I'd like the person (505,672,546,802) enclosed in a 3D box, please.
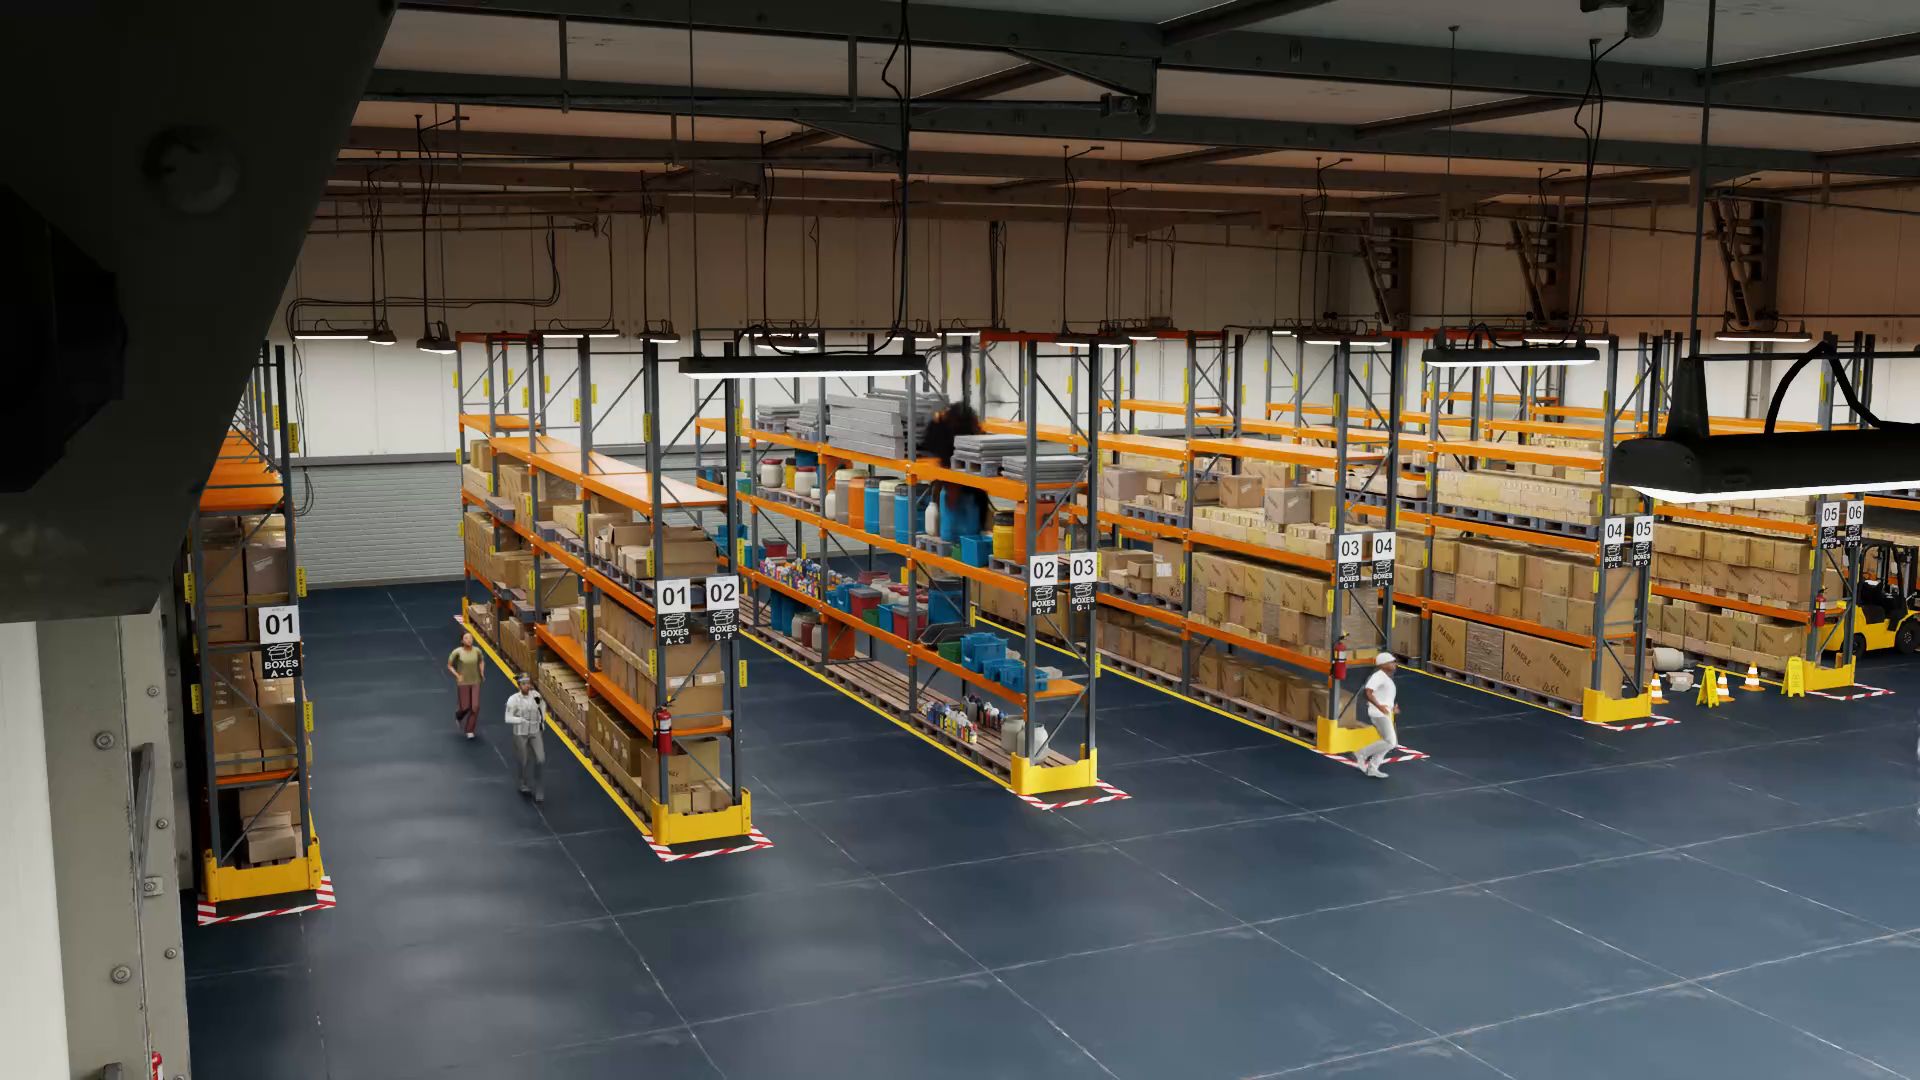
[{"bbox_3d":[-5.668,2.574,21.814,0.590,1.740,0.726,-4,9,-27],"label":"person"}]

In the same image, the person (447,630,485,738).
[{"bbox_3d":[-7.423,2.155,25.068,0.566,1.624,0.546,-5,9,-34],"label":"person"}]

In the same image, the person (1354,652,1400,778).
[{"bbox_3d":[5.809,2.401,22.979,0.511,1.707,0.707,3,8,21],"label":"person"}]
